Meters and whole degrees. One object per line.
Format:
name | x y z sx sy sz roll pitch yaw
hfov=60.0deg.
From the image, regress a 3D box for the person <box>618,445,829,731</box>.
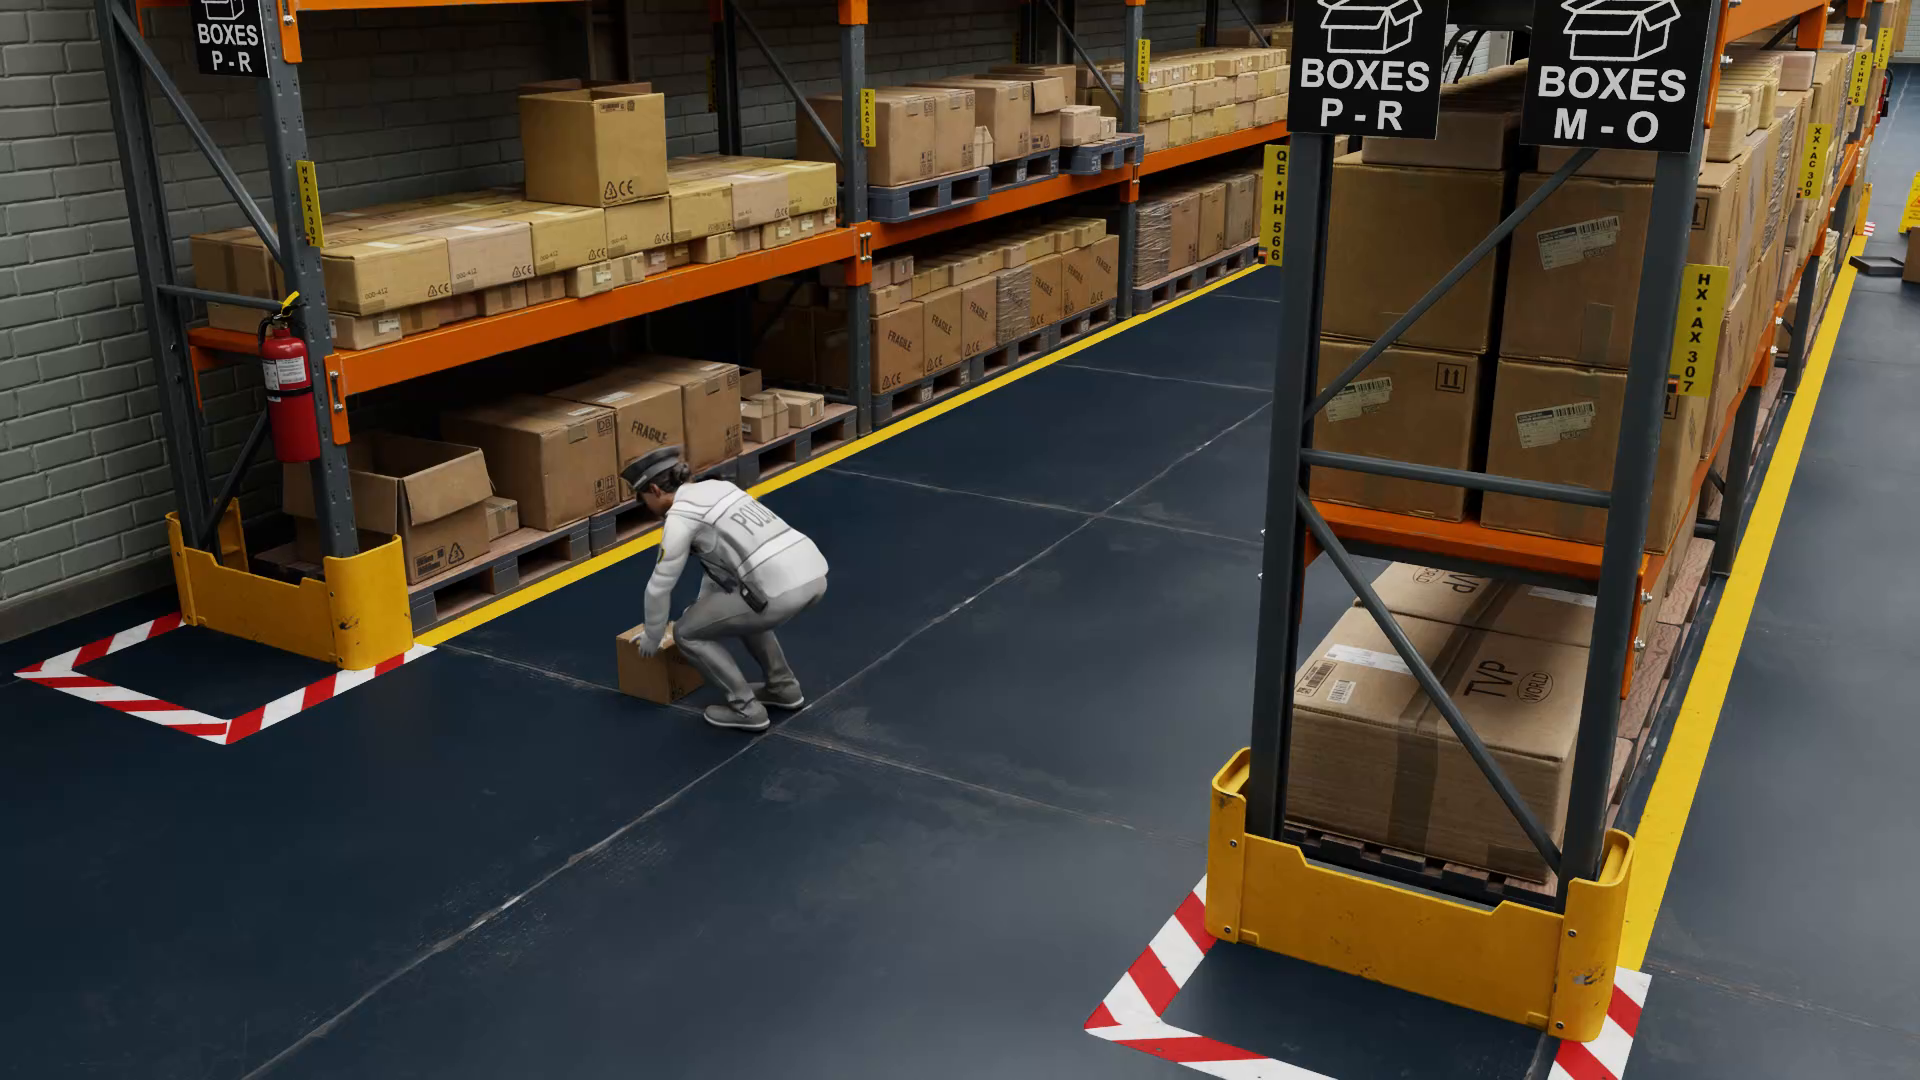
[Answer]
person | -0.926 0.178 6.455 0.827 1.075 0.505 11 22 27
